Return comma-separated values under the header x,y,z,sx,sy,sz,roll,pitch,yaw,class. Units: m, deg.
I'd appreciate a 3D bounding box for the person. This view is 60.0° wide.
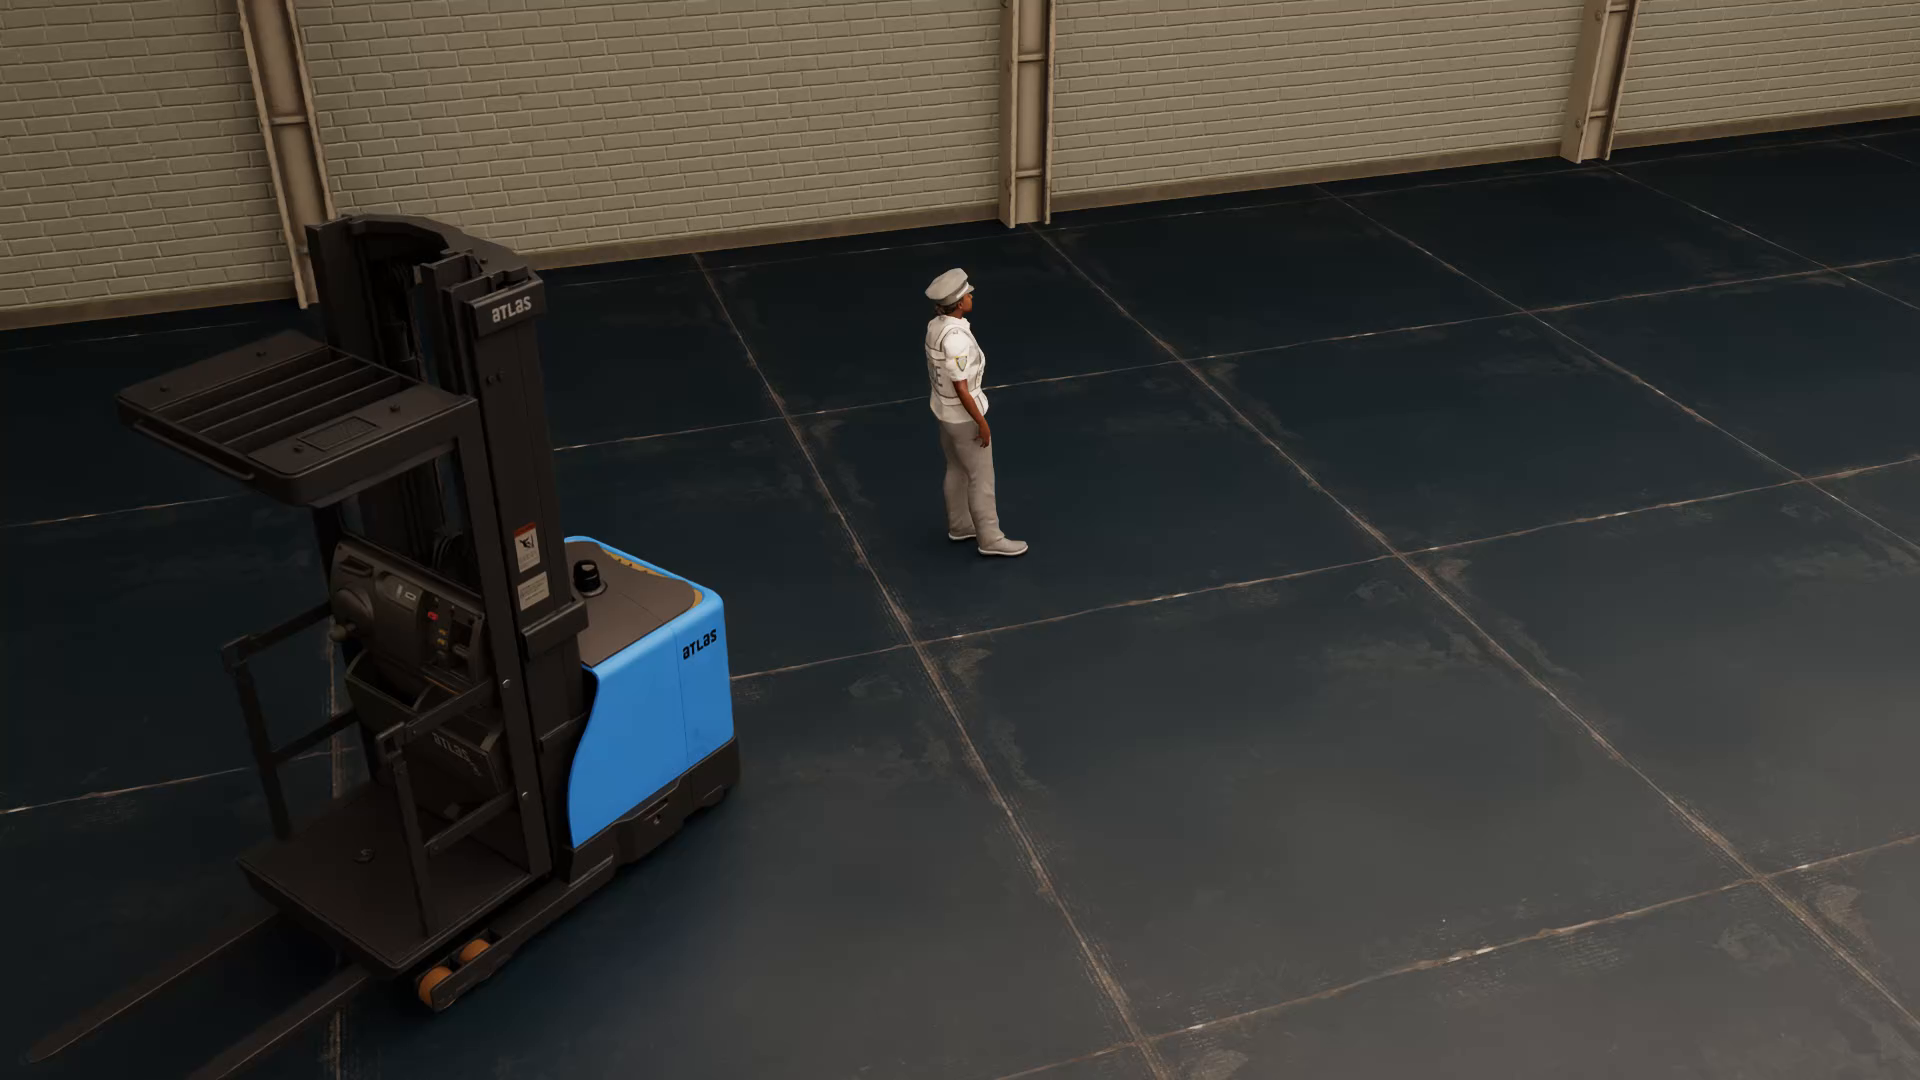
x,y,z,sx,sy,sz,roll,pitch,yaw,class
0.077,-0.743,9.604,0.530,1.694,0.569,-10,31,-16,person

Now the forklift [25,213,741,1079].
x,y,z,sx,sy,sz,roll,pitch,yaw,class
-2.331,0.349,6.480,1.130,2.935,3.031,20,36,31,forklift
